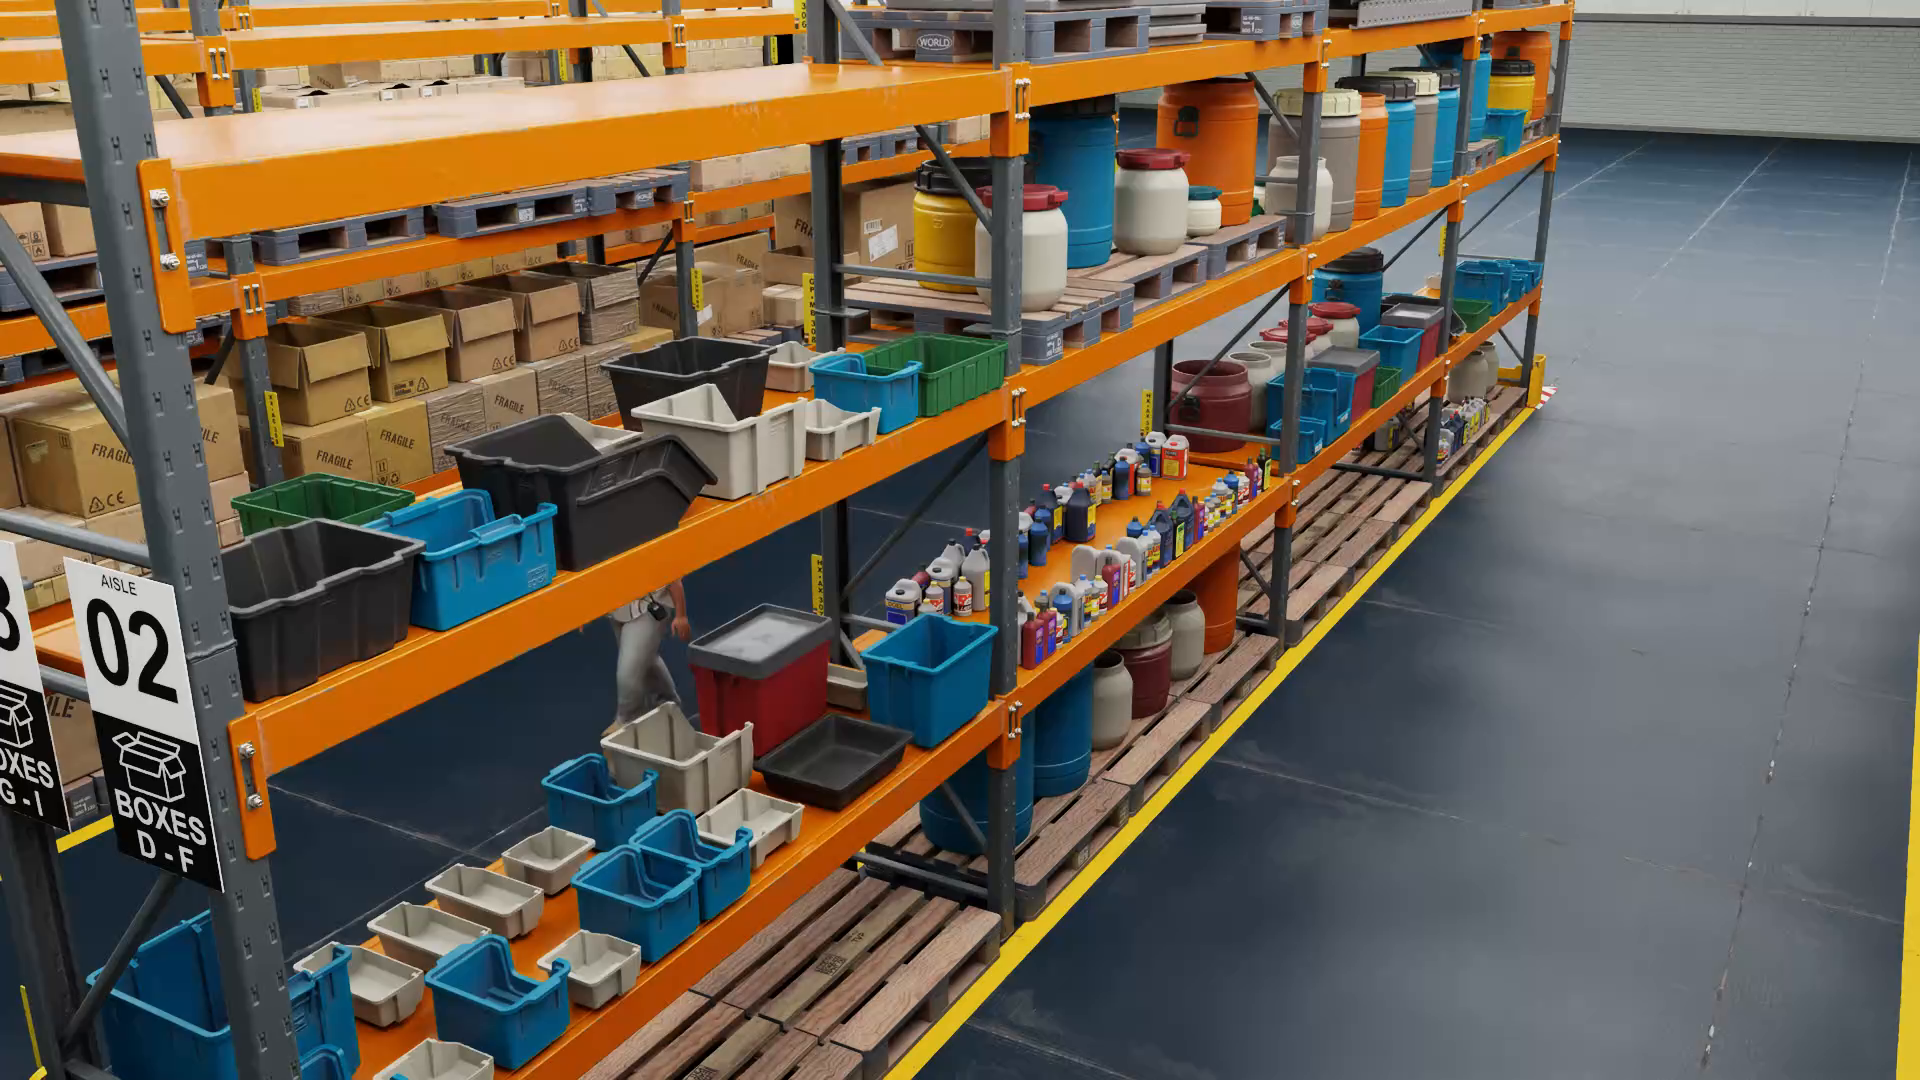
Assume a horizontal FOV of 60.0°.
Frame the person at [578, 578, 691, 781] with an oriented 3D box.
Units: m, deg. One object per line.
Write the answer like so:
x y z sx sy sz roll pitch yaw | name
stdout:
-1.950 0.440 9.787 0.595 1.802 0.791 16 25 38 | person
